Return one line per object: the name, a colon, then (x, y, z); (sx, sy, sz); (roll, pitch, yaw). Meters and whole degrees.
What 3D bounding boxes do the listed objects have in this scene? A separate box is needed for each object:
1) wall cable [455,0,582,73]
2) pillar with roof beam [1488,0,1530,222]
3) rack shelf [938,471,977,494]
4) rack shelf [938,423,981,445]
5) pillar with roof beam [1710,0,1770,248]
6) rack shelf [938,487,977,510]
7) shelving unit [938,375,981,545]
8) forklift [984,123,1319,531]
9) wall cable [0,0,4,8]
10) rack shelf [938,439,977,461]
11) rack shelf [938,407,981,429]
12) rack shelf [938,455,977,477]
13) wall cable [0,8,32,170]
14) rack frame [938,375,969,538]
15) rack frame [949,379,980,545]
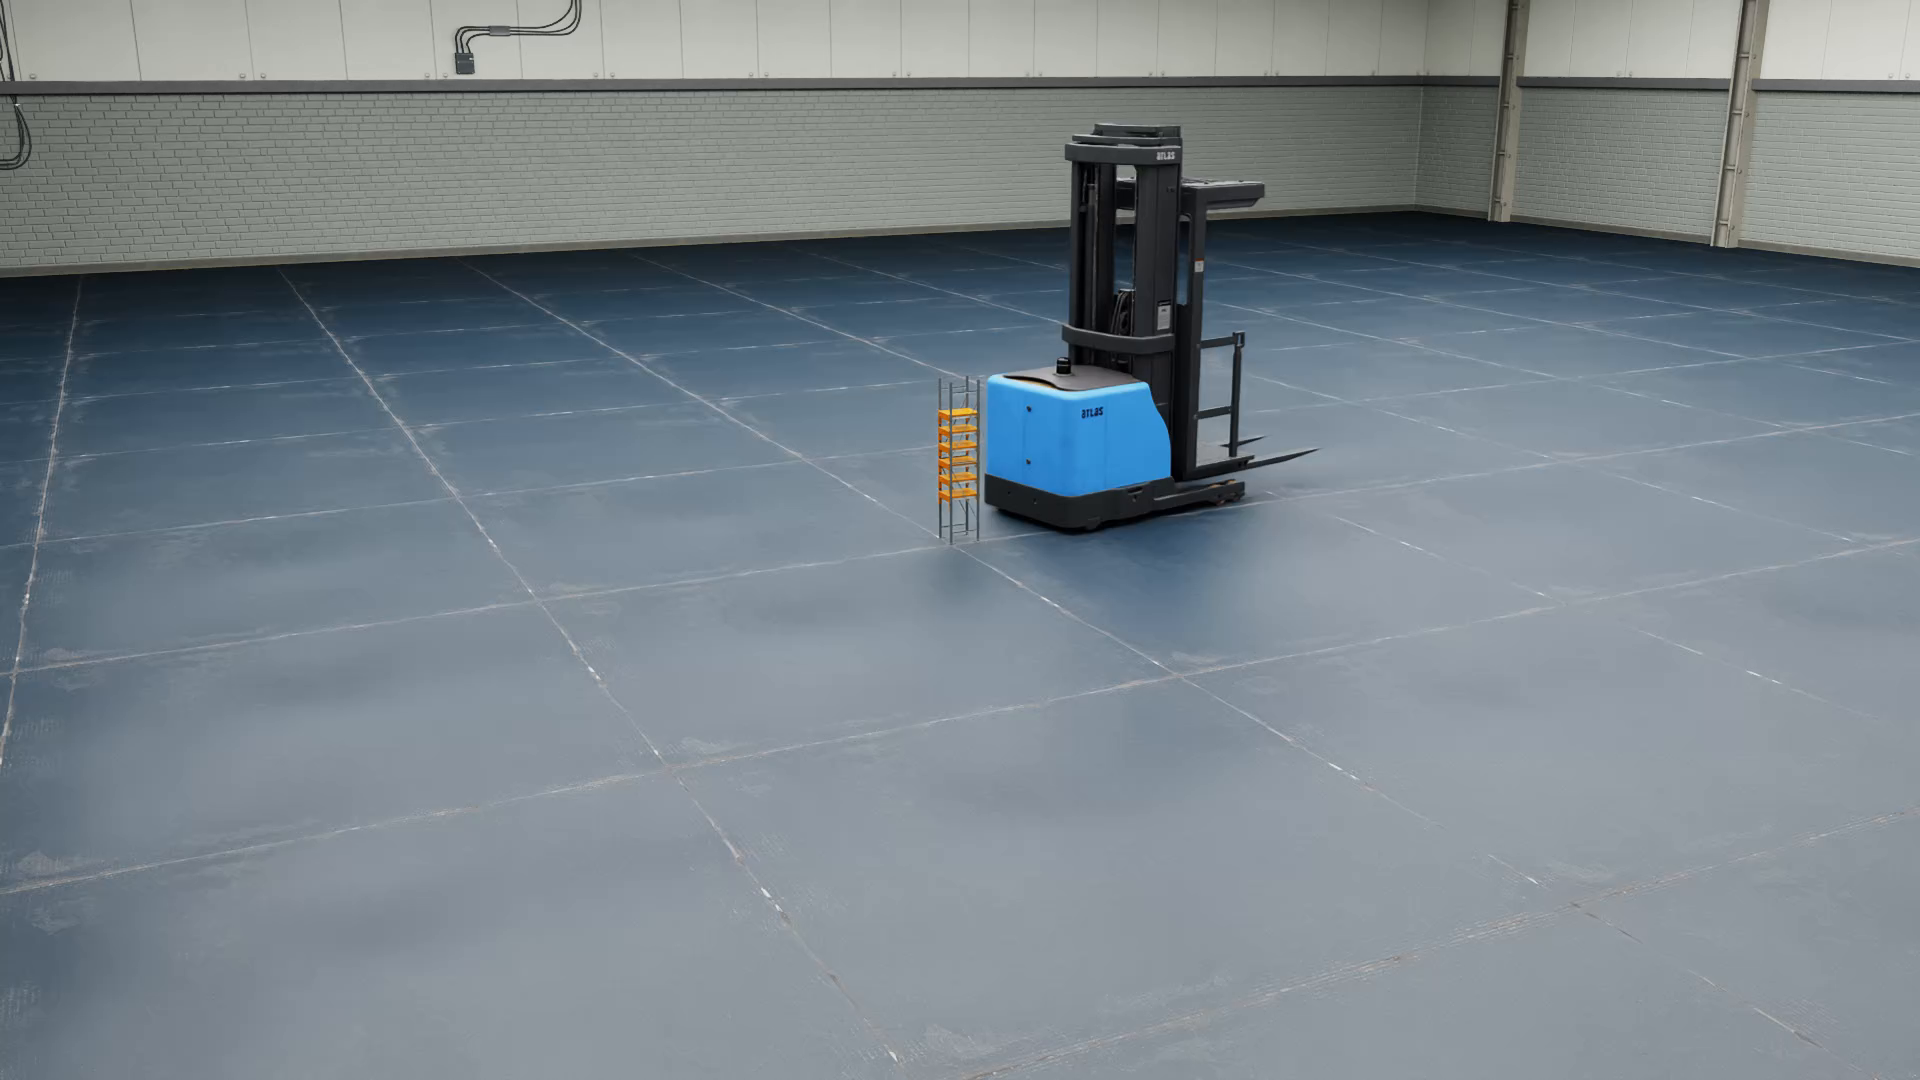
wall cable: (-7.877, -11.293, 29.125); (2.305, 6.003, 0.169); (-8, 18, -25)
pillar with roof beam: (8.131, -10.911, 33.959); (9.100, 9.000, 0.400); (-8, 18, -25)
rack shelf: (-0.006, -0.422, 12.143); (0.258, 0.103, 0.180); (-8, 18, -25)
rack shelf: (-0.006, -0.768, 12.044); (0.258, 0.103, 0.180); (-8, 18, -25)
pillar with roof beam: (10.759, -9.424, 28.775); (9.100, 9.000, 0.400); (-8, 18, -25)
rack shelf: (-0.006, -0.307, 12.176); (0.258, 0.103, 0.180); (-8, 18, -25)
shelving unit: (-0.006, -0.580, 12.098); (0.258, 1.200, 0.189); (-8, 18, -25)
forklift: (1.662, -1.787, 13.166); (3.031, 2.935, 1.130); (-12, 20, -37)
wall cable: (-13.986, -9.777, 26.481); (3.097, 2.526, 0.112); (-8, 18, -25)
rack shelf: (-0.006, -0.653, 12.077); (0.258, 0.103, 0.180); (-8, 18, -25)
rack shelf: (-0.006, -0.884, 12.011); (0.258, 0.103, 0.180); (-8, 18, -25)
rack shelf: (-0.006, -0.538, 12.110); (0.258, 0.103, 0.180); (-8, 18, -25)
wall cable: (-16.417, -7.023, 26.038); (3.097, 2.526, 0.112); (-8, 18, -25)
rack frame: (-0.046, -0.603, 12.177); (0.240, 1.200, 0.006); (-8, 18, -25)
rack frame: (0.034, -0.558, 12.019); (0.240, 1.200, 0.006); (-8, 18, -25)
